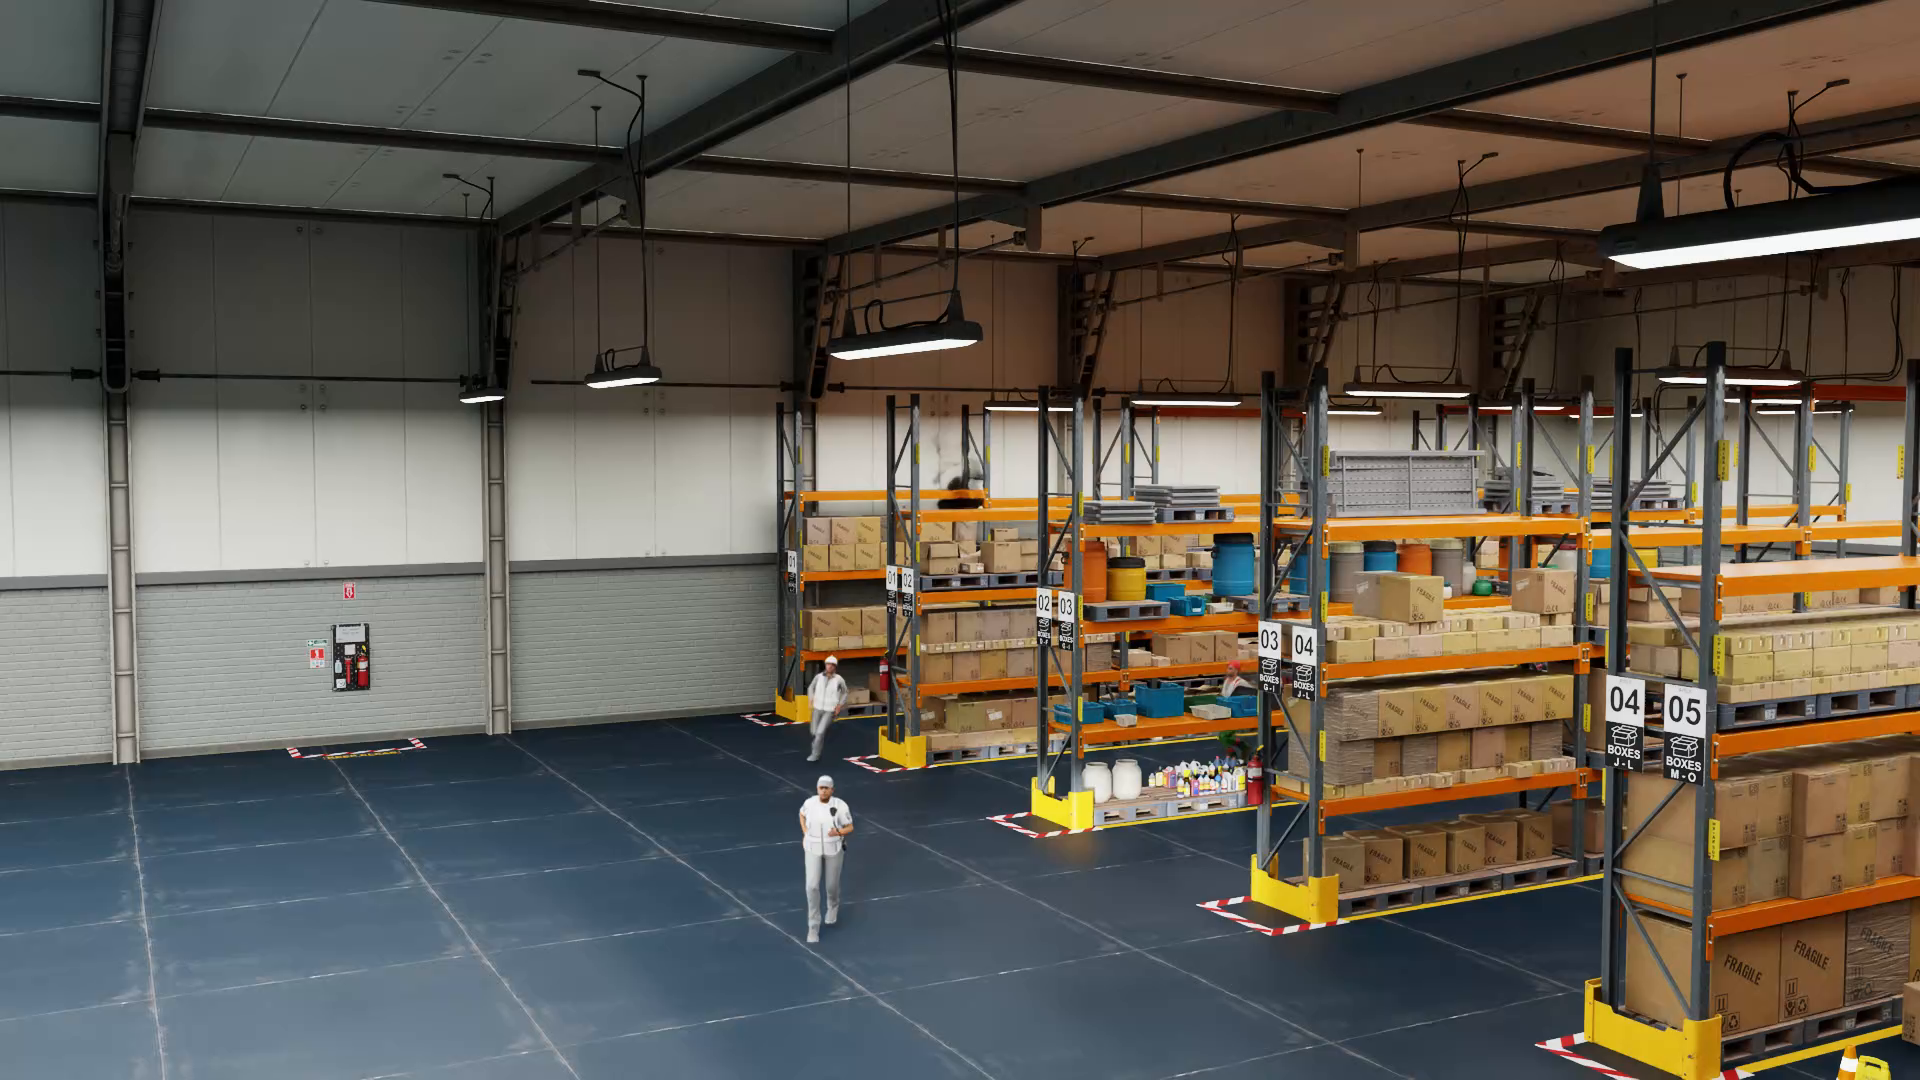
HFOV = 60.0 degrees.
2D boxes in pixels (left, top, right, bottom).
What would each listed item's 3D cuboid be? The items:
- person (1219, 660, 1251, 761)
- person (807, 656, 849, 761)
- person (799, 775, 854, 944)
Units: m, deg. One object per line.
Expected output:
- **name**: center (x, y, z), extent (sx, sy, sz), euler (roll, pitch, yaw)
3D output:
- **person**: center (4.345, 2.791, 26.611), extent (0.594, 1.742, 0.655), euler (-2, 4, -30)
- **person**: center (-2.181, 2.764, 27.384), extent (0.698, 1.703, 0.648), euler (1, 3, 10)
- **person**: center (-1.420, 3.337, 17.619), extent (0.594, 1.719, 0.837), euler (0, 3, 0)
